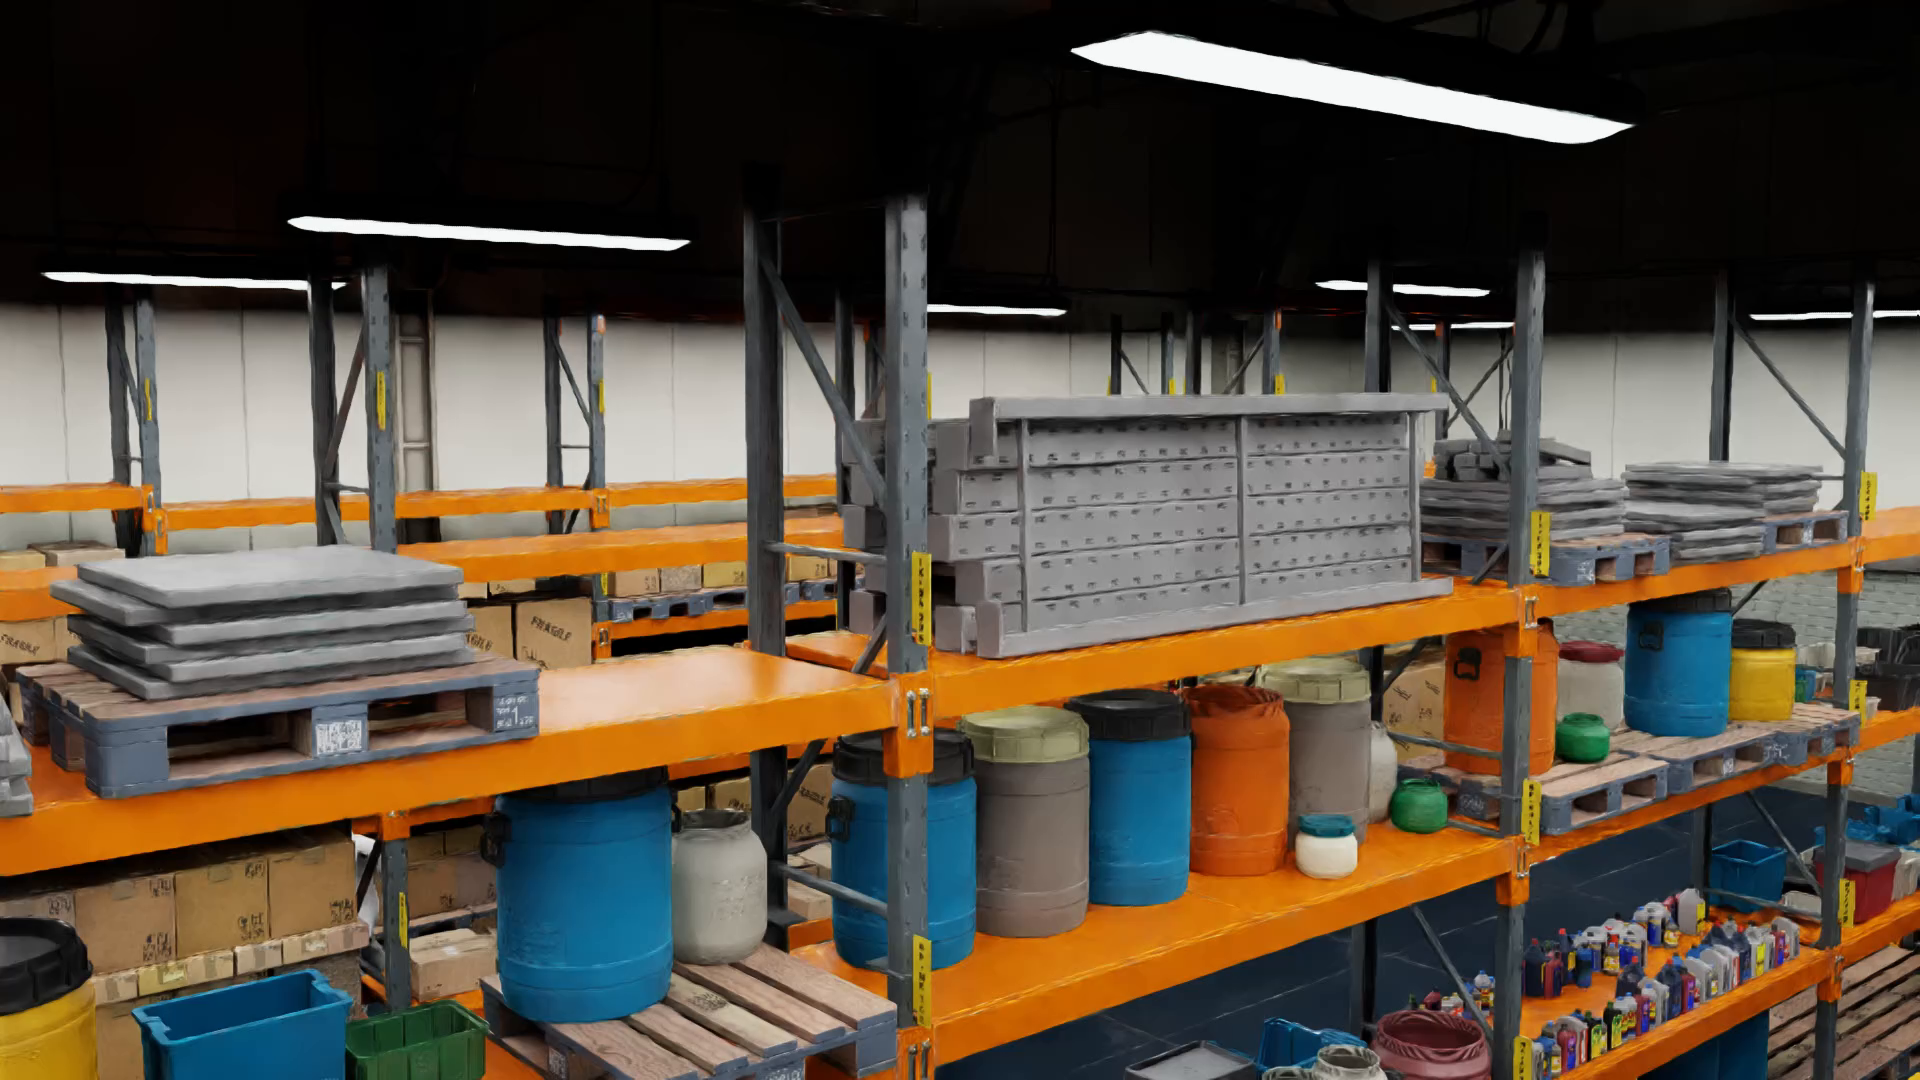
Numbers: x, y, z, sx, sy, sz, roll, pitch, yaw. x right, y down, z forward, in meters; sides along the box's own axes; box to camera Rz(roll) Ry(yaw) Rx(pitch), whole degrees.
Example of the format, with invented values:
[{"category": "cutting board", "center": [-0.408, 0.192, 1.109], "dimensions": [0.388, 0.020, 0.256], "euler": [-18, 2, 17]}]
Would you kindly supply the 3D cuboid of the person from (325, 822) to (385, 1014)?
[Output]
[{"category": "person", "center": [-4.923, 2.998, 13.569], "dimensions": [0.735, 1.712, 0.888], "euler": [4, 7, 33]}]
